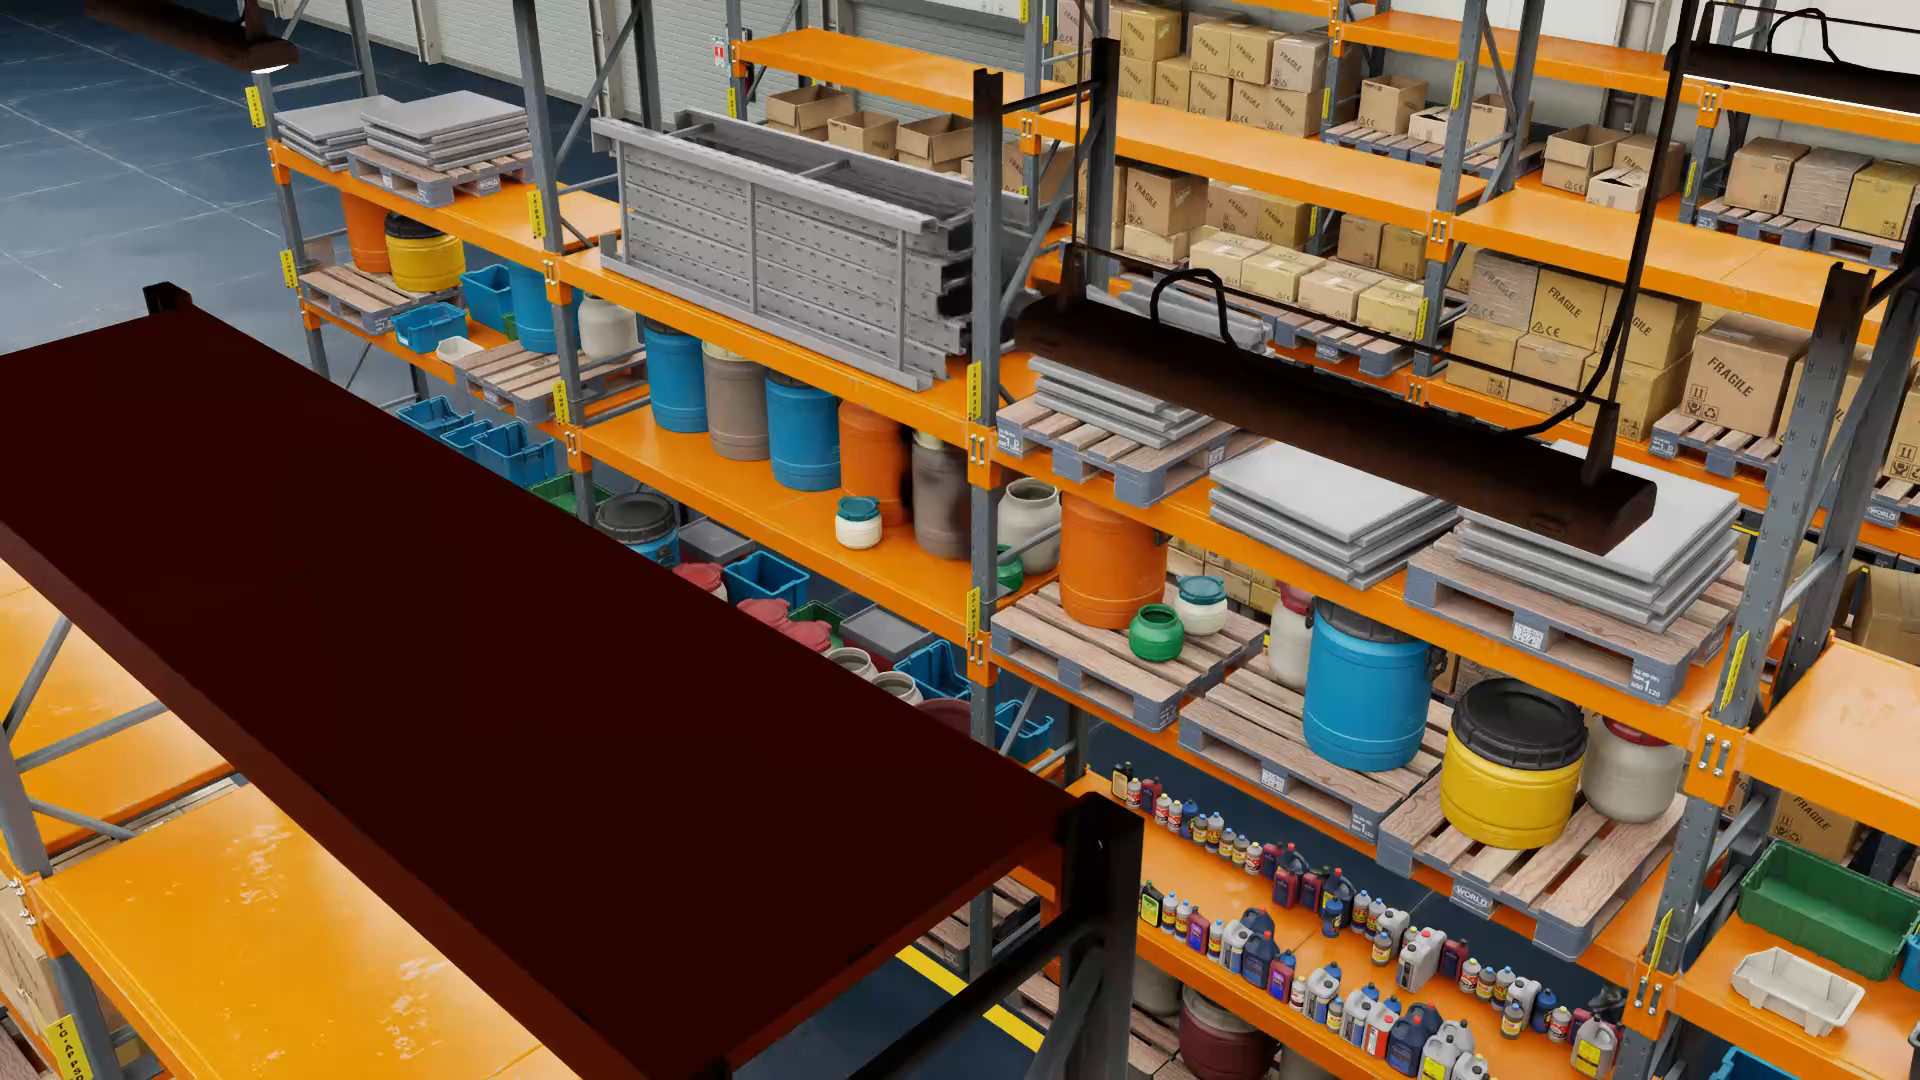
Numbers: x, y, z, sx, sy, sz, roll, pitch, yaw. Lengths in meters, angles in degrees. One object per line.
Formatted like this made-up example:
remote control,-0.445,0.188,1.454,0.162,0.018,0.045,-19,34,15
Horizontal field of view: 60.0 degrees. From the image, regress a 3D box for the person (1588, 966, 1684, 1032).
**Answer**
person,4.360,2.394,10.312,0.369,1.702,0.688,-25,38,-37
